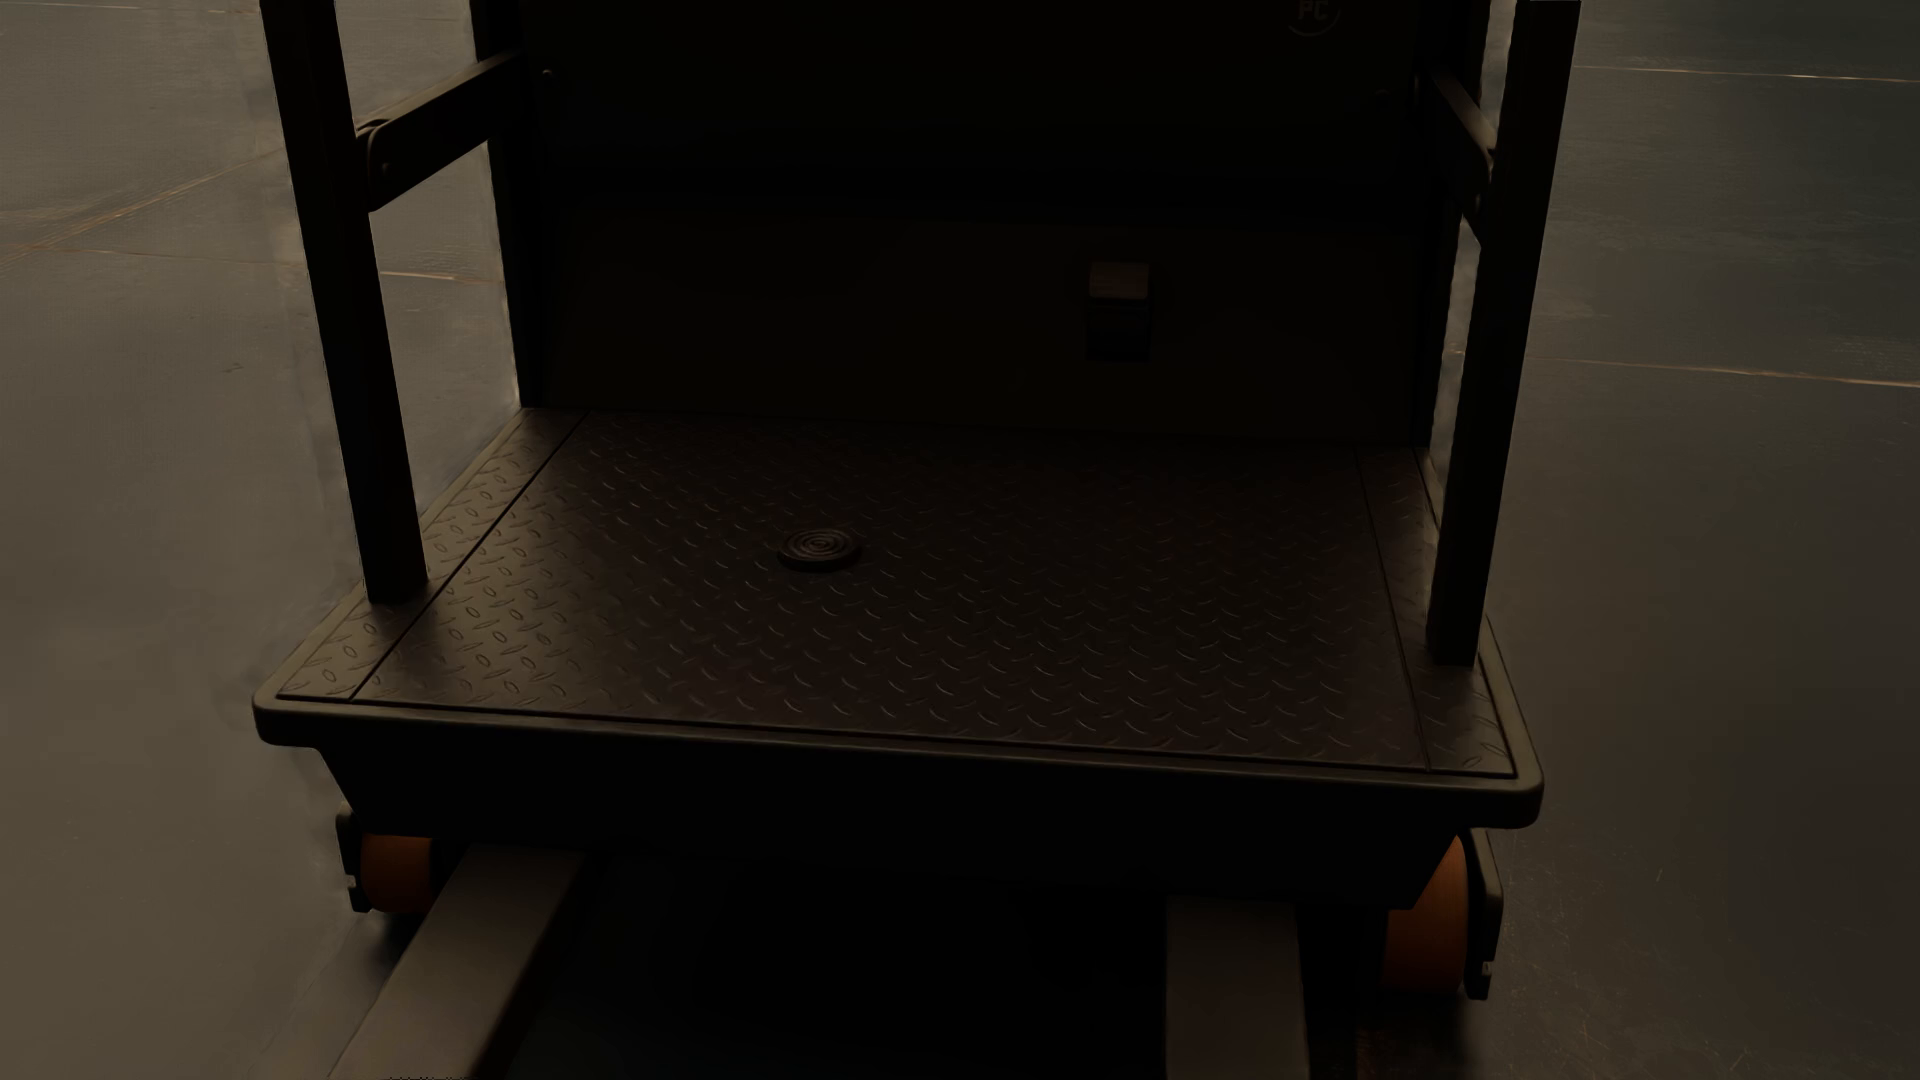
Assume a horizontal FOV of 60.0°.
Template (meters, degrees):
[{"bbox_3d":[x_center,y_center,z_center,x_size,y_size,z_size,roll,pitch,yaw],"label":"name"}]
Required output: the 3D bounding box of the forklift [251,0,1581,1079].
[{"bbox_3d":[-0.020,-1.030,1.289,1.130,2.935,3.031,3,27,6],"label":"forklift"}]
